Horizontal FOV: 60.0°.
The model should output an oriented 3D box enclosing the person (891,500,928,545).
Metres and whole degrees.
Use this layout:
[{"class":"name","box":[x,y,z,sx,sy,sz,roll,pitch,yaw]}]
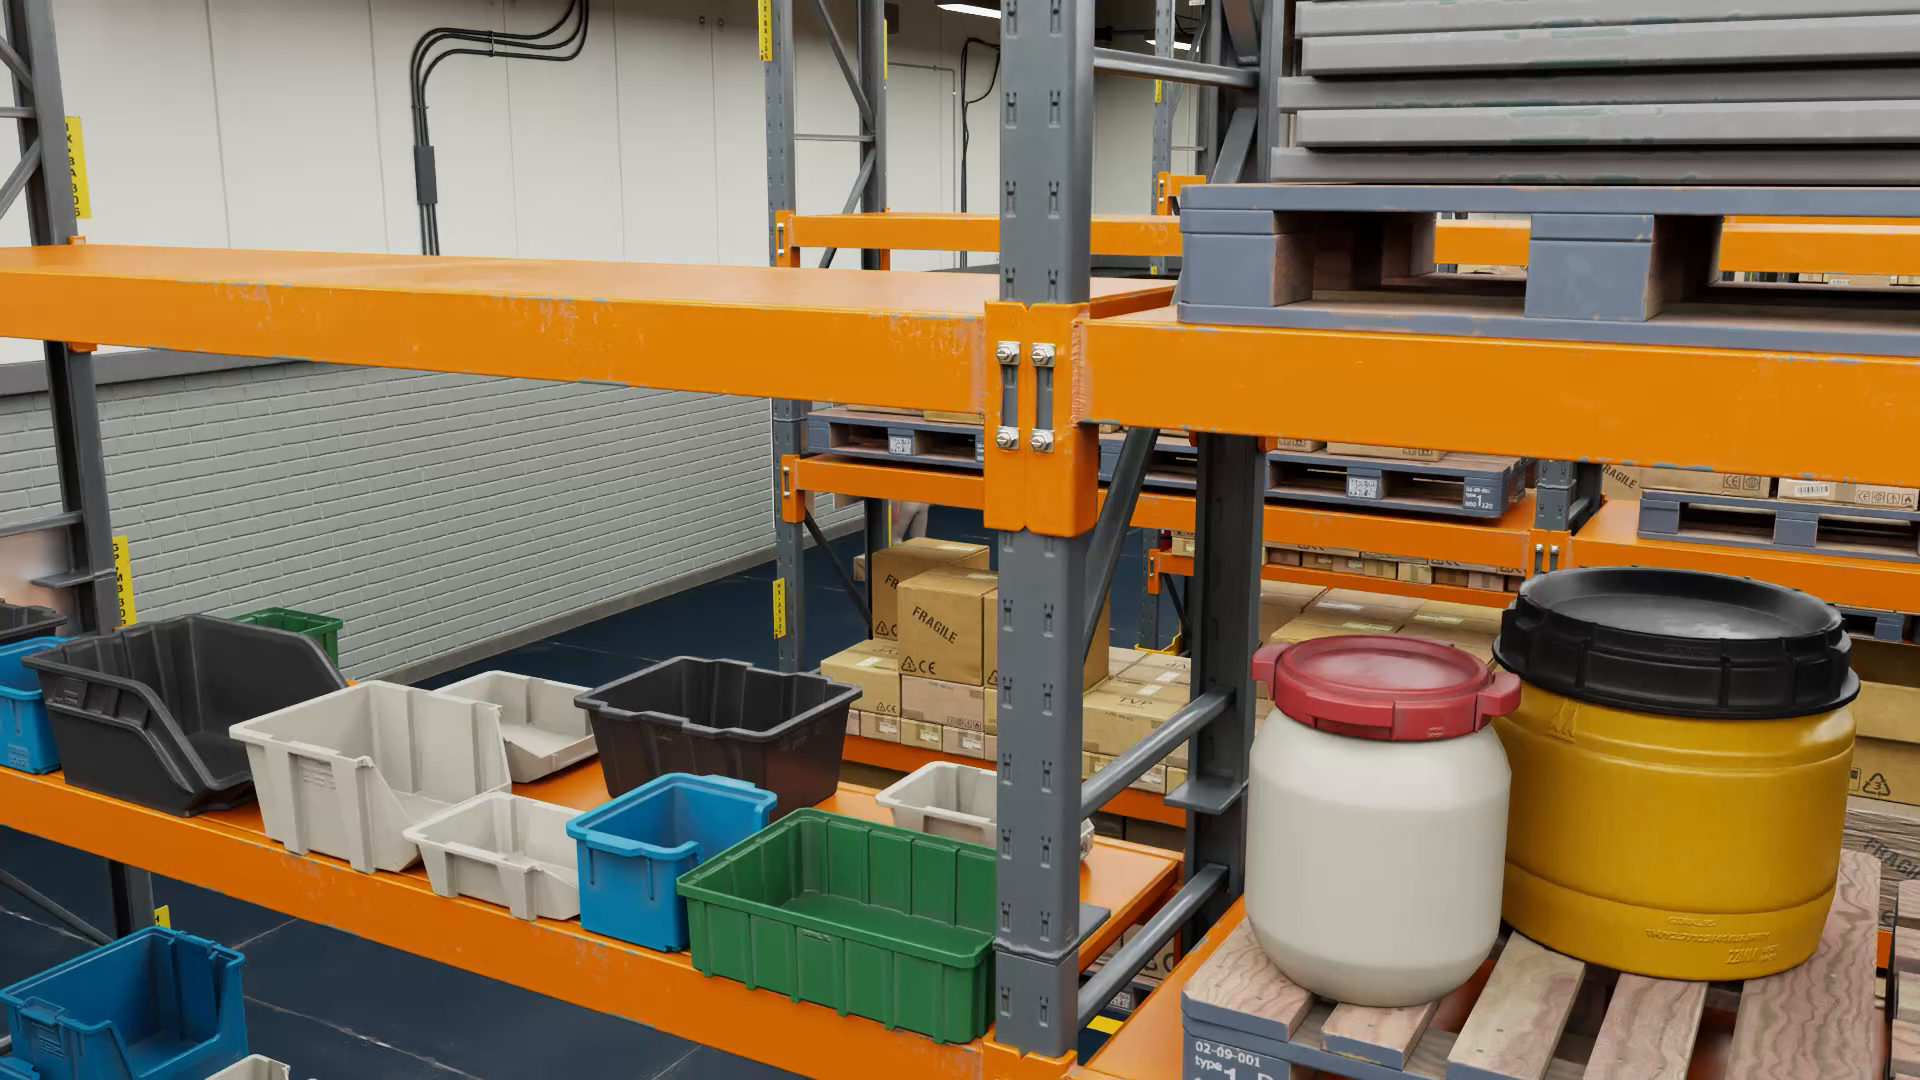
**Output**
[{"class":"person","box":[-0.568,-0.357,17.659,0.356,1.736,0.526,7,14,29]}]
